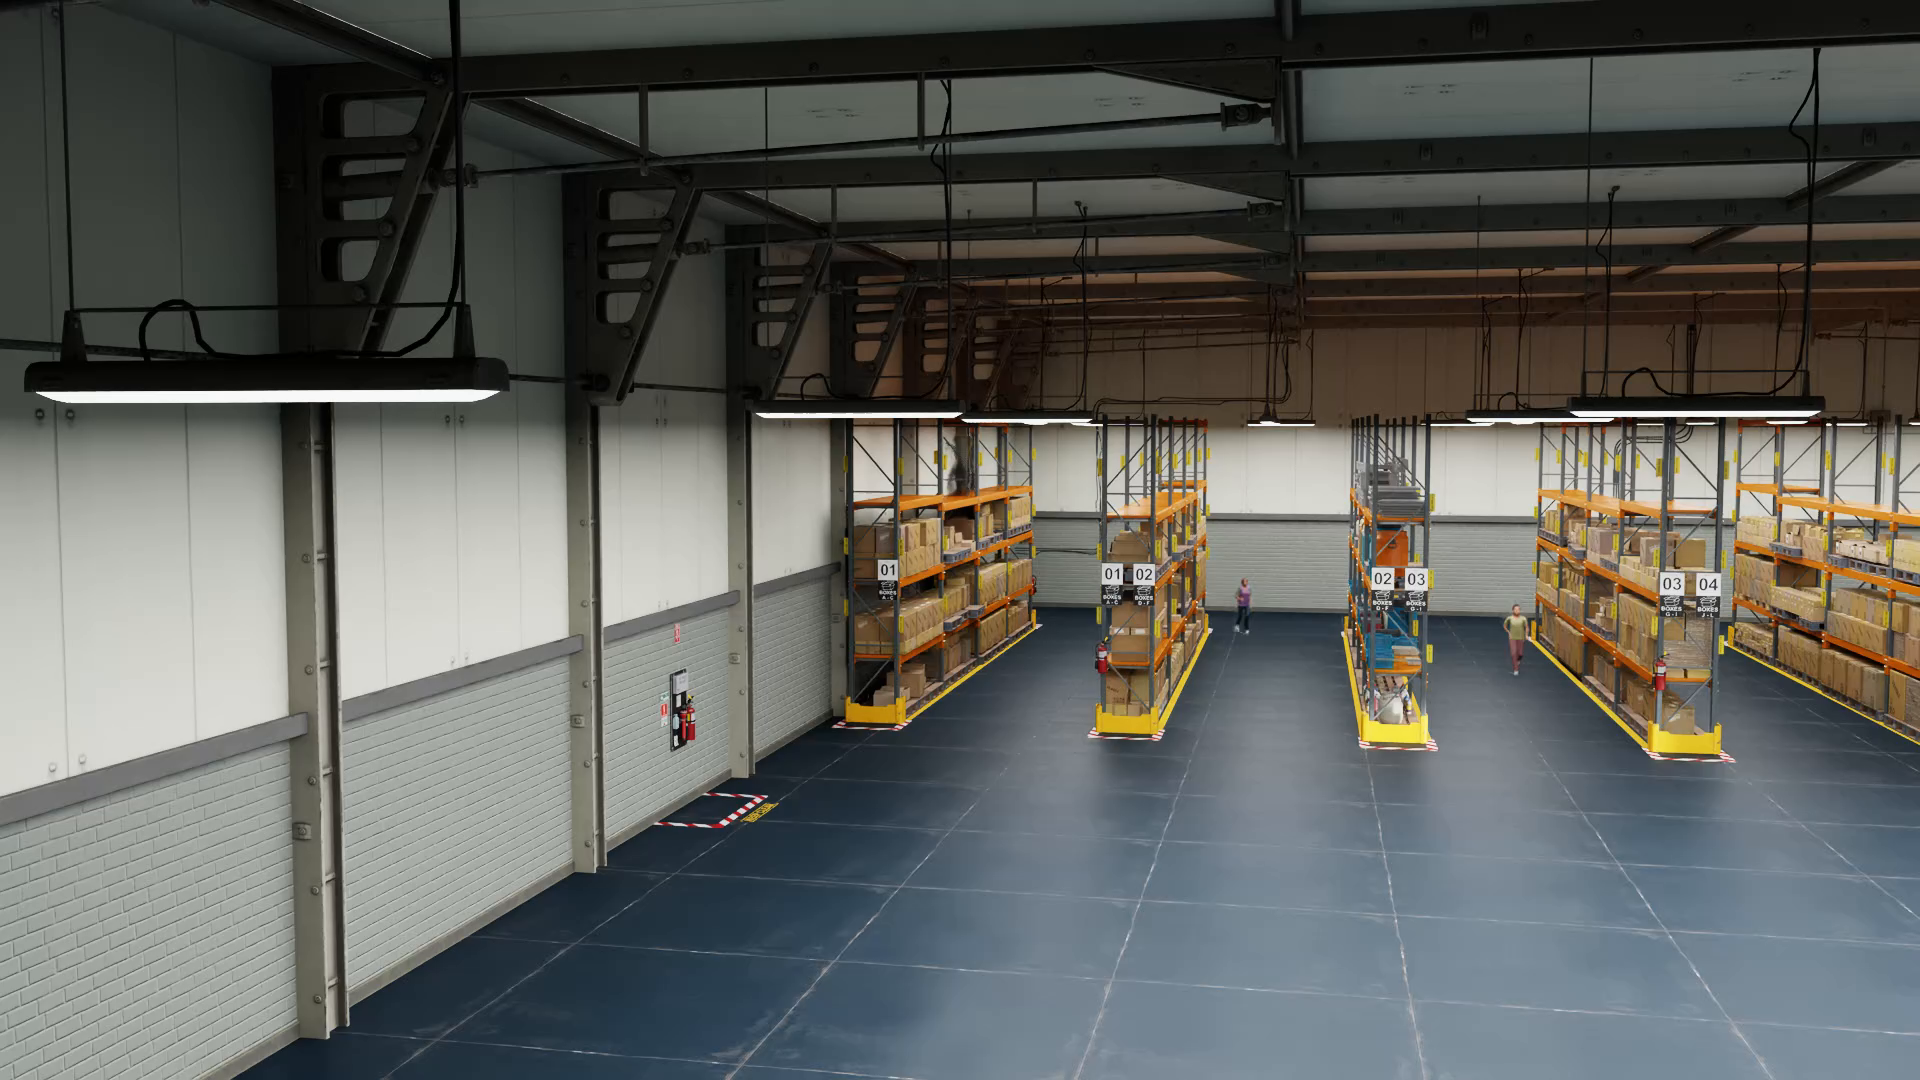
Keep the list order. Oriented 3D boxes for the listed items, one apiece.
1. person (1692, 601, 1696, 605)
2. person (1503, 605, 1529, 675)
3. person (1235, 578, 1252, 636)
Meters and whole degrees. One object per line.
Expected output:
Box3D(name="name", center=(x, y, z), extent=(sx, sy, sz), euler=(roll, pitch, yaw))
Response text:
Box3D(name="person", center=(17.765, 2.207, 40.327), extent=(0.720, 1.734, 0.953), euler=(1, 4, 9))
Box3D(name="person", center=(13.016, 2.327, 38.928), extent=(0.581, 1.633, 0.540), euler=(1, 4, 13))
Box3D(name="person", center=(7.912, 1.834, 46.497), extent=(0.510, 1.597, 0.879), euler=(0, 4, -7))
